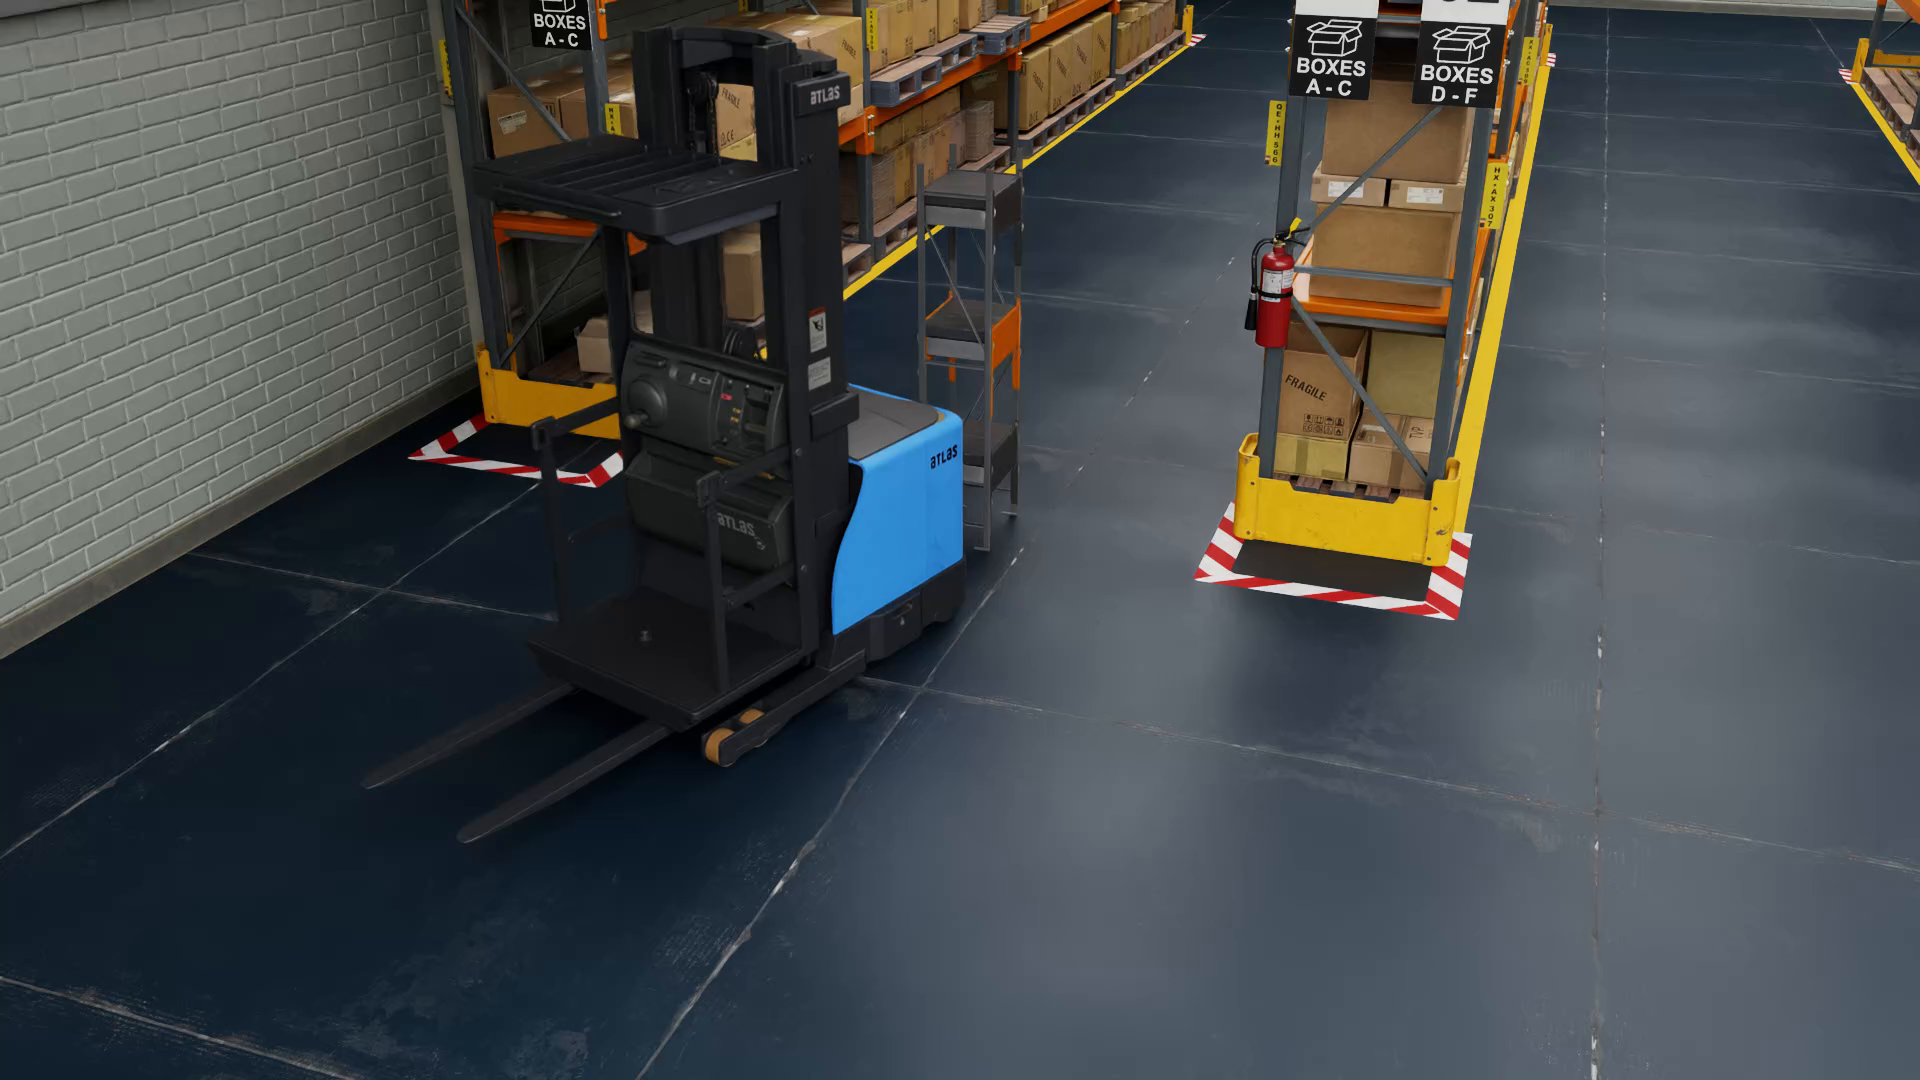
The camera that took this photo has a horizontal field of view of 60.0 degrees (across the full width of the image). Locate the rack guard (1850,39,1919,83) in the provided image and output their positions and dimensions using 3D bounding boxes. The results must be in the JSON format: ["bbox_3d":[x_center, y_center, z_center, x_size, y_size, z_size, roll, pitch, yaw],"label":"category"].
[{"bbox_3d":[12.118,-6.106,21.288,1.175,0.500,0.348,9,27,17],"label":"rack guard"}]

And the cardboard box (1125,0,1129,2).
[{"bbox_3d":[2.074,-7.269,22.464,0.380,0.149,0.250,9,27,18],"label":"cardboard box"}]

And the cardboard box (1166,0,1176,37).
[{"bbox_3d":[2.641,-7.418,23.516,0.700,0.500,0.500,9,27,17],"label":"cardboard box"}]

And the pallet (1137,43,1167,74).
[{"bbox_3d":[2.180,-6.562,22.560,1.003,0.211,1.213,9,27,17],"label":"pallet"}]

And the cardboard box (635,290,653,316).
[{"bbox_3d":[-2.040,-1.575,11.641,0.500,0.311,0.500,11,28,22],"label":"cardboard box"}]

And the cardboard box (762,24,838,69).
[{"bbox_3d":[-1.240,-3.559,12.447,0.500,0.500,0.500,9,27,17],"label":"cardboard box"}]

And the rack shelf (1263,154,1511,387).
[{"bbox_3d":[2.794,-1.863,10.480,1.077,0.370,4.000,9,27,17],"label":"rack shelf"}]

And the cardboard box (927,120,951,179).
[{"bbox_3d":[-0.492,-3.735,15.886,0.700,0.500,0.500,9,27,17],"label":"cardboard box"}]

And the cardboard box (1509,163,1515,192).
[{"bbox_3d":[4.845,-3.352,15.404,0.500,0.250,0.500,9,27,19],"label":"cardboard box"}]

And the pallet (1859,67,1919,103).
[{"bbox_3d":[11.811,-5.631,20.639,1.003,0.211,1.213,9,27,17],"label":"pallet"}]

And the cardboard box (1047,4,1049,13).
[{"bbox_3d":[0.752,-5.795,18.042,0.380,0.149,0.250,9,27,19],"label":"cardboard box"}]

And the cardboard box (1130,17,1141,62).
[{"bbox_3d":[1.965,-6.575,21.774,0.700,0.500,0.500,8,27,17],"label":"cardboard box"}]

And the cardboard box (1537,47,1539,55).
[{"bbox_3d":[7.160,-6.255,21.377,0.500,0.250,0.500,9,27,17],"label":"cardboard box"}]

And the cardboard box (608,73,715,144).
[{"bbox_3d":[-1.928,-2.715,10.703,0.500,0.500,0.500,9,27,18],"label":"cardboard box"}]

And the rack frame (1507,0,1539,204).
[{"bbox_3d":[4.790,-4.652,15.416,1.000,3.000,0.127,9,27,17],"label":"rack frame"}]

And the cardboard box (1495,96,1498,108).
[{"bbox_3d":[3.402,-2.993,11.131,0.380,0.149,0.250,8,27,16],"label":"cardboard box"}]

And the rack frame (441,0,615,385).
[{"bbox_3d":[-2.544,-2.081,10.107,1.000,3.000,0.127,9,27,17],"label":"rack frame"}]

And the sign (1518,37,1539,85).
[{"bbox_3d":[3.983,-3.354,11.650,0.100,0.325,0.005,9,27,17],"label":"sign"}]

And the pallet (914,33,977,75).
[{"bbox_3d":[-0.502,-4.463,15.246,1.003,0.211,1.213,9,27,17],"label":"pallet"}]

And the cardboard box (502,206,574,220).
[{"bbox_3d":[-2.572,-2.243,10.590,0.500,0.250,0.500,9,27,18],"label":"cardboard box"}]

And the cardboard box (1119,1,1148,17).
[{"bbox_3d":[2.254,-6.990,21.887,0.380,0.149,0.250,8,27,16],"label":"cardboard box"}]

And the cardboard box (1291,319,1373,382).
[{"bbox_3d":[2.345,-1.330,10.368,0.500,0.500,0.500,9,27,17],"label":"cardboard box"}]

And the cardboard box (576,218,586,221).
[{"bbox_3d":[-2.083,-2.177,10.454,0.500,0.250,0.500,8,27,16],"label":"cardboard box"}]

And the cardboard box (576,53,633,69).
[{"bbox_3d":[-2.243,-3.003,11.300,0.500,0.500,0.500,8,27,16],"label":"cardboard box"}]

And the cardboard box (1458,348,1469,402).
[{"bbox_3d":[3.017,-1.120,10.795,0.500,0.250,0.500,9,27,17],"label":"cardboard box"}]

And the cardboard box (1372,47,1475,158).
[{"bbox_3d":[2.483,-2.422,9.207,0.700,0.500,0.500,8,27,16],"label":"cardboard box"}]

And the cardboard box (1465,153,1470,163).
[{"bbox_3d":[2.632,-2.043,9.168,0.380,0.149,0.250,9,27,18],"label":"cardboard box"}]

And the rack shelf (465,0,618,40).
[{"bbox_3d":[-1.879,-3.929,11.307,1.077,0.370,4.000,9,27,17],"label":"rack shelf"}]

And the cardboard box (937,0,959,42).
[{"bbox_3d":[-0.423,-4.902,15.313,0.700,0.500,0.500,9,27,17],"label":"cardboard box"}]

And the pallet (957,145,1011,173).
[{"bbox_3d":[-0.144,-3.793,16.841,1.003,0.211,1.213,9,27,17],"label":"pallet"}]

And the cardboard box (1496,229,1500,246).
[{"bbox_3d":[4.003,-2.551,13.106,0.500,0.311,0.500,8,27,17],"label":"cardboard box"}]

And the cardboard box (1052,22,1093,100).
[{"bbox_3d":[1.062,-5.582,19.323,0.750,0.750,0.750,10,27,19],"label":"cardboard box"}]

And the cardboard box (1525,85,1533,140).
[{"bbox_3d":[5.721,-4.507,17.480,0.500,0.500,0.500,8,27,16],"label":"cardboard box"}]

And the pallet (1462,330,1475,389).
[{"bbox_3d":[3.155,-1.432,11.966,1.003,0.211,1.213,9,27,17],"label":"pallet"}]

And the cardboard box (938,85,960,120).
[{"bbox_3d":[-0.321,-4.251,16.090,0.500,0.250,0.500,9,27,18],"label":"cardboard box"}]

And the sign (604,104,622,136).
[{"bbox_3d":[-2.033,-2.392,9.755,0.100,0.325,0.005,9,27,17],"label":"sign"}]

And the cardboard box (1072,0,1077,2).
[{"bbox_3d":[1.139,-6.213,18.905,0.380,0.149,0.250,8,27,16],"label":"cardboard box"}]

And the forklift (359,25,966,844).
[{"bbox_3d":[-1.253,-0.576,7.077,1.130,2.935,3.031,18,31,33],"label":"forklift"}]

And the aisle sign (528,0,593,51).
[{"bbox_3d":[-2.285,-3.178,9.389,0.394,0.787,0.004,9,27,17],"label":"aisle sign"}]

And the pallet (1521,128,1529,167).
[{"bbox_3d":[5.482,-4.198,17.678,1.003,0.211,1.213,9,27,17],"label":"pallet"}]

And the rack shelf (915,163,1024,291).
[{"bbox_3d":[0.055,-1.631,8.634,0.431,0.518,0.480,9,27,17],"label":"rack shelf"}]

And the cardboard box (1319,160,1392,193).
[{"bbox_3d":[2.162,-1.994,9.067,0.380,0.149,0.250,9,27,19],"label":"cardboard box"}]

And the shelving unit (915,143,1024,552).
[{"bbox_3d":[0.055,-1.013,8.933,0.431,2.100,0.503,9,27,17],"label":"shelving unit"}]

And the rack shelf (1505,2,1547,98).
[{"bbox_3d":[5.456,-5.150,17.270,1.077,0.370,4.000,9,27,17],"label":"rack shelf"}]

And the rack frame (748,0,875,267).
[{"bbox_3d":[-1.213,-3.725,13.502,1.000,3.000,0.127,9,27,17],"label":"rack frame"}]

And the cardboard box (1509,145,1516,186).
[{"bbox_3d":[4.682,-3.390,14.840,0.500,0.311,0.500,8,27,17],"label":"cardboard box"}]

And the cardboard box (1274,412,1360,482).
[{"bbox_3d":[2.028,-0.579,9.677,0.500,0.250,0.500,9,27,17],"label":"cardboard box"}]

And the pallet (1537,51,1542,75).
[{"bbox_3d":[7.163,-6.325,22.072,1.003,0.211,1.213,9,27,17],"label":"pallet"}]

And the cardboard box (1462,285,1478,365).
[{"bbox_3d":[3.018,-1.458,10.631,0.500,0.500,0.500,9,27,17],"label":"cardboard box"}]

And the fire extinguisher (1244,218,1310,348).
[{"bbox_3d":[1.651,-1.348,8.682,0.296,0.674,0.183,9,27,17],"label":"fire extinguisher"}]
